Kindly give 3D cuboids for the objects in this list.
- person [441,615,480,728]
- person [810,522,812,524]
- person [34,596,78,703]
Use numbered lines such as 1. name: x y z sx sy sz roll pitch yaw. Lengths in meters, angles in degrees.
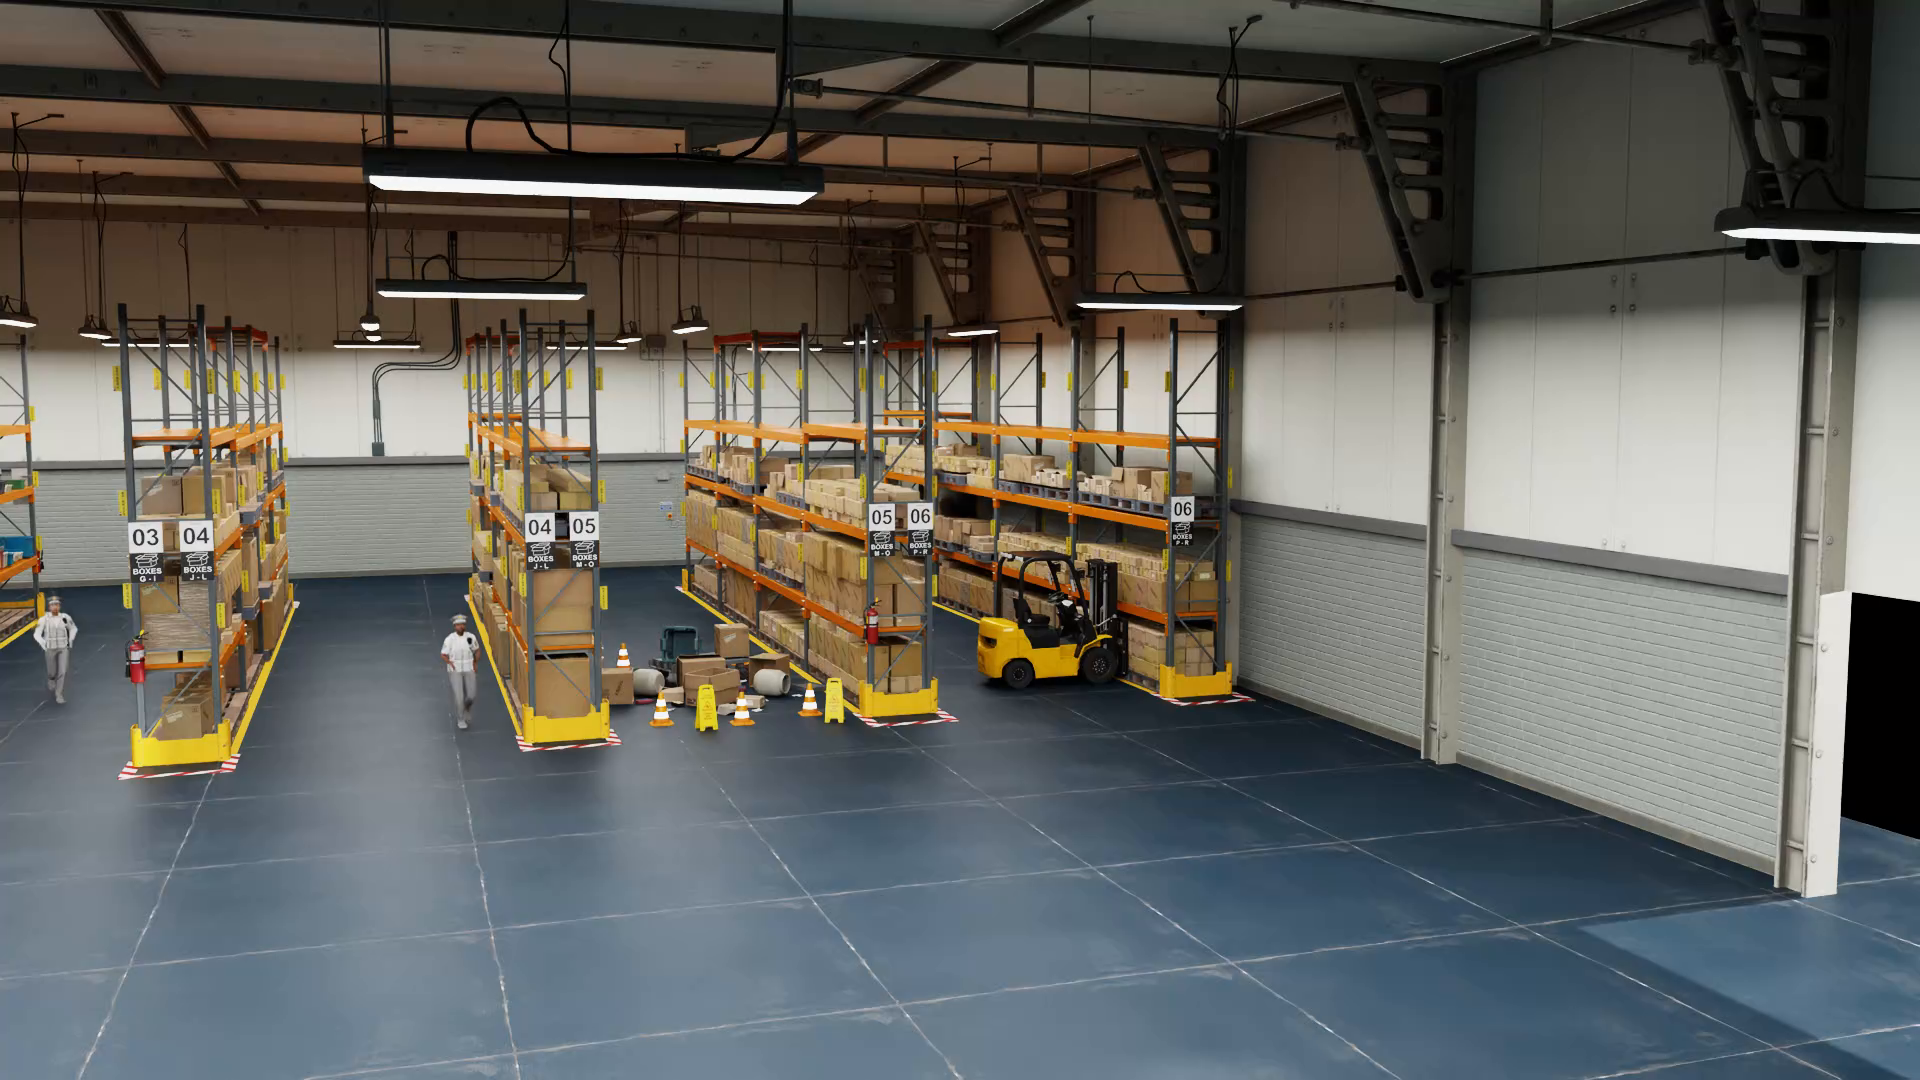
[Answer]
1. person: -7.198 1.898 24.047 0.571 1.653 0.572 -2 6 -24
2. person: -3.402 0.326 37.409 0.580 1.729 0.789 -2 6 -23
3. person: -14.199 1.705 26.154 0.617 1.671 0.696 -4 7 -35
